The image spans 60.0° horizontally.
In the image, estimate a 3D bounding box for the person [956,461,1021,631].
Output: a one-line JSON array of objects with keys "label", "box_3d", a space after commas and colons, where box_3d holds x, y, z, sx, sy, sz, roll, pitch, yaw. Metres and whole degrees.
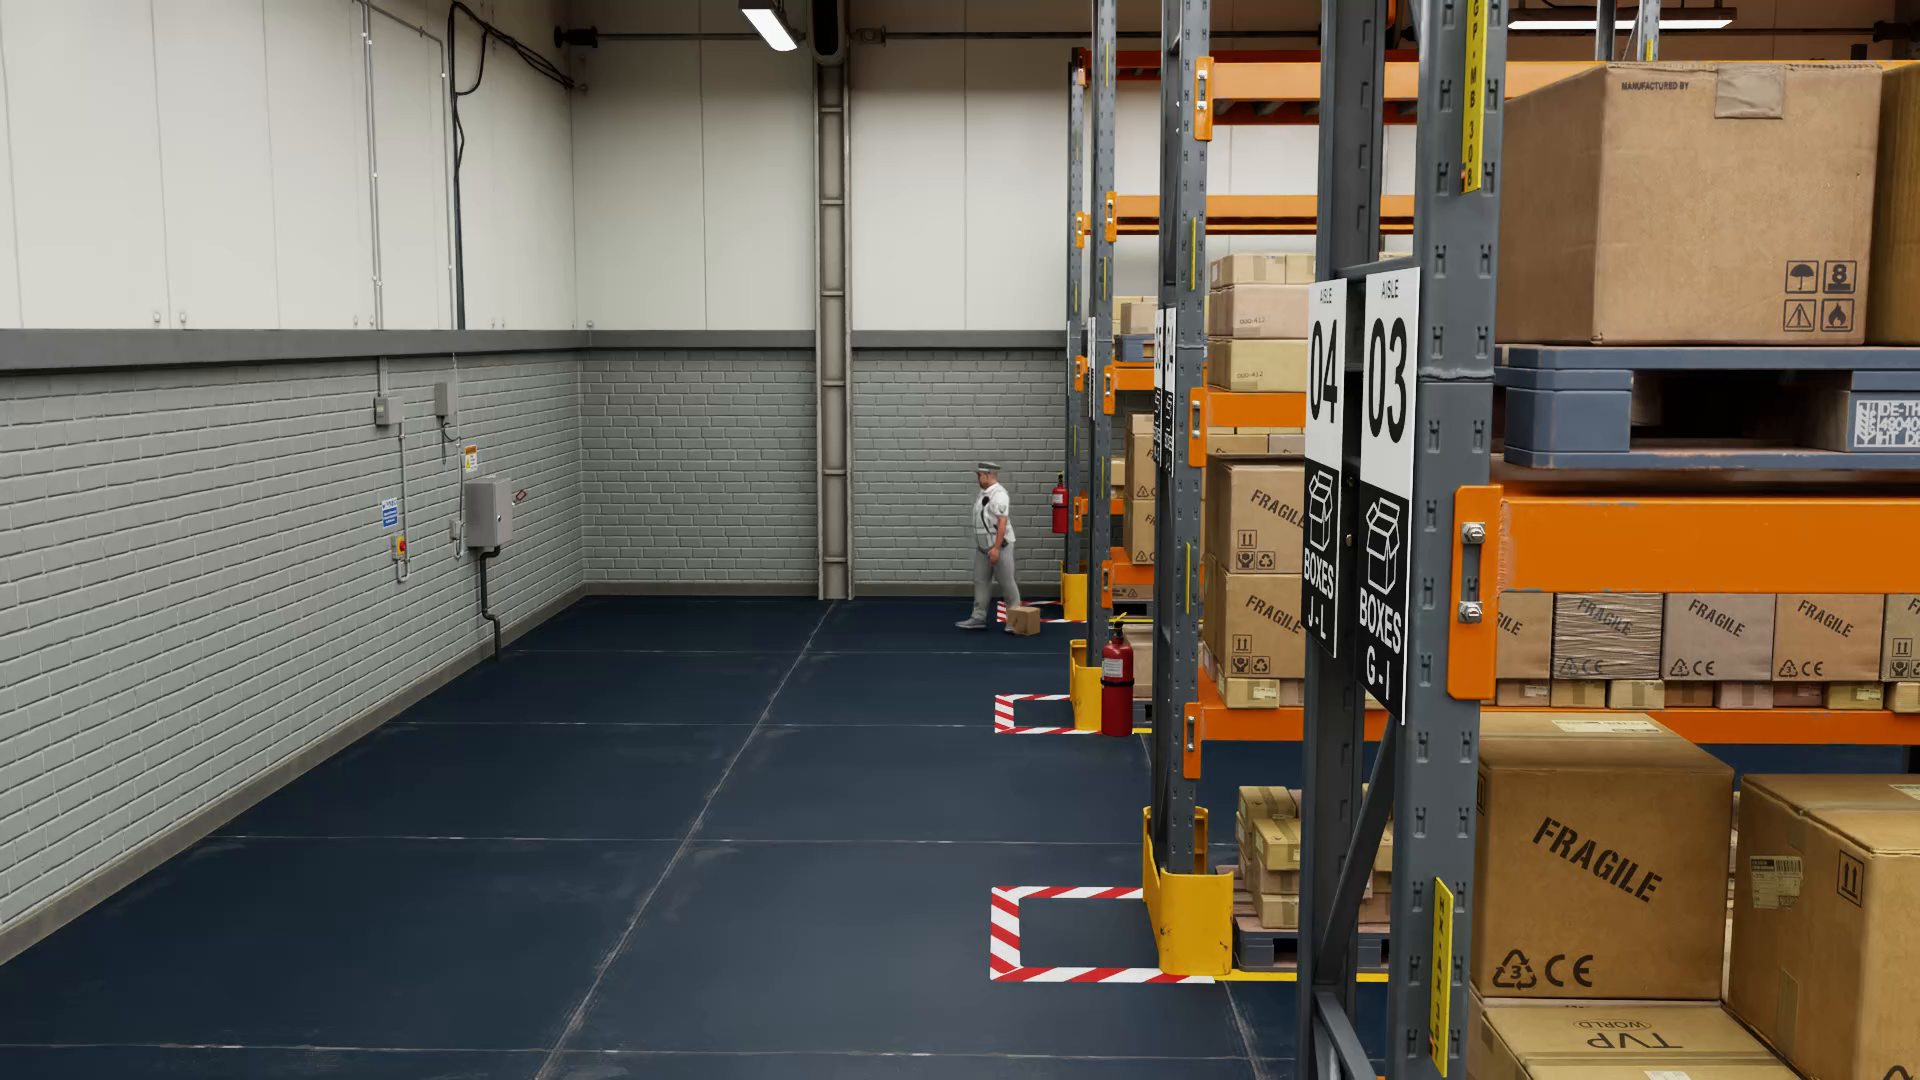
[{"label": "person", "box_3d": [0.307, 0.060, 17.135, 0.624, 1.738, 0.590, -4, 8, -27]}]
